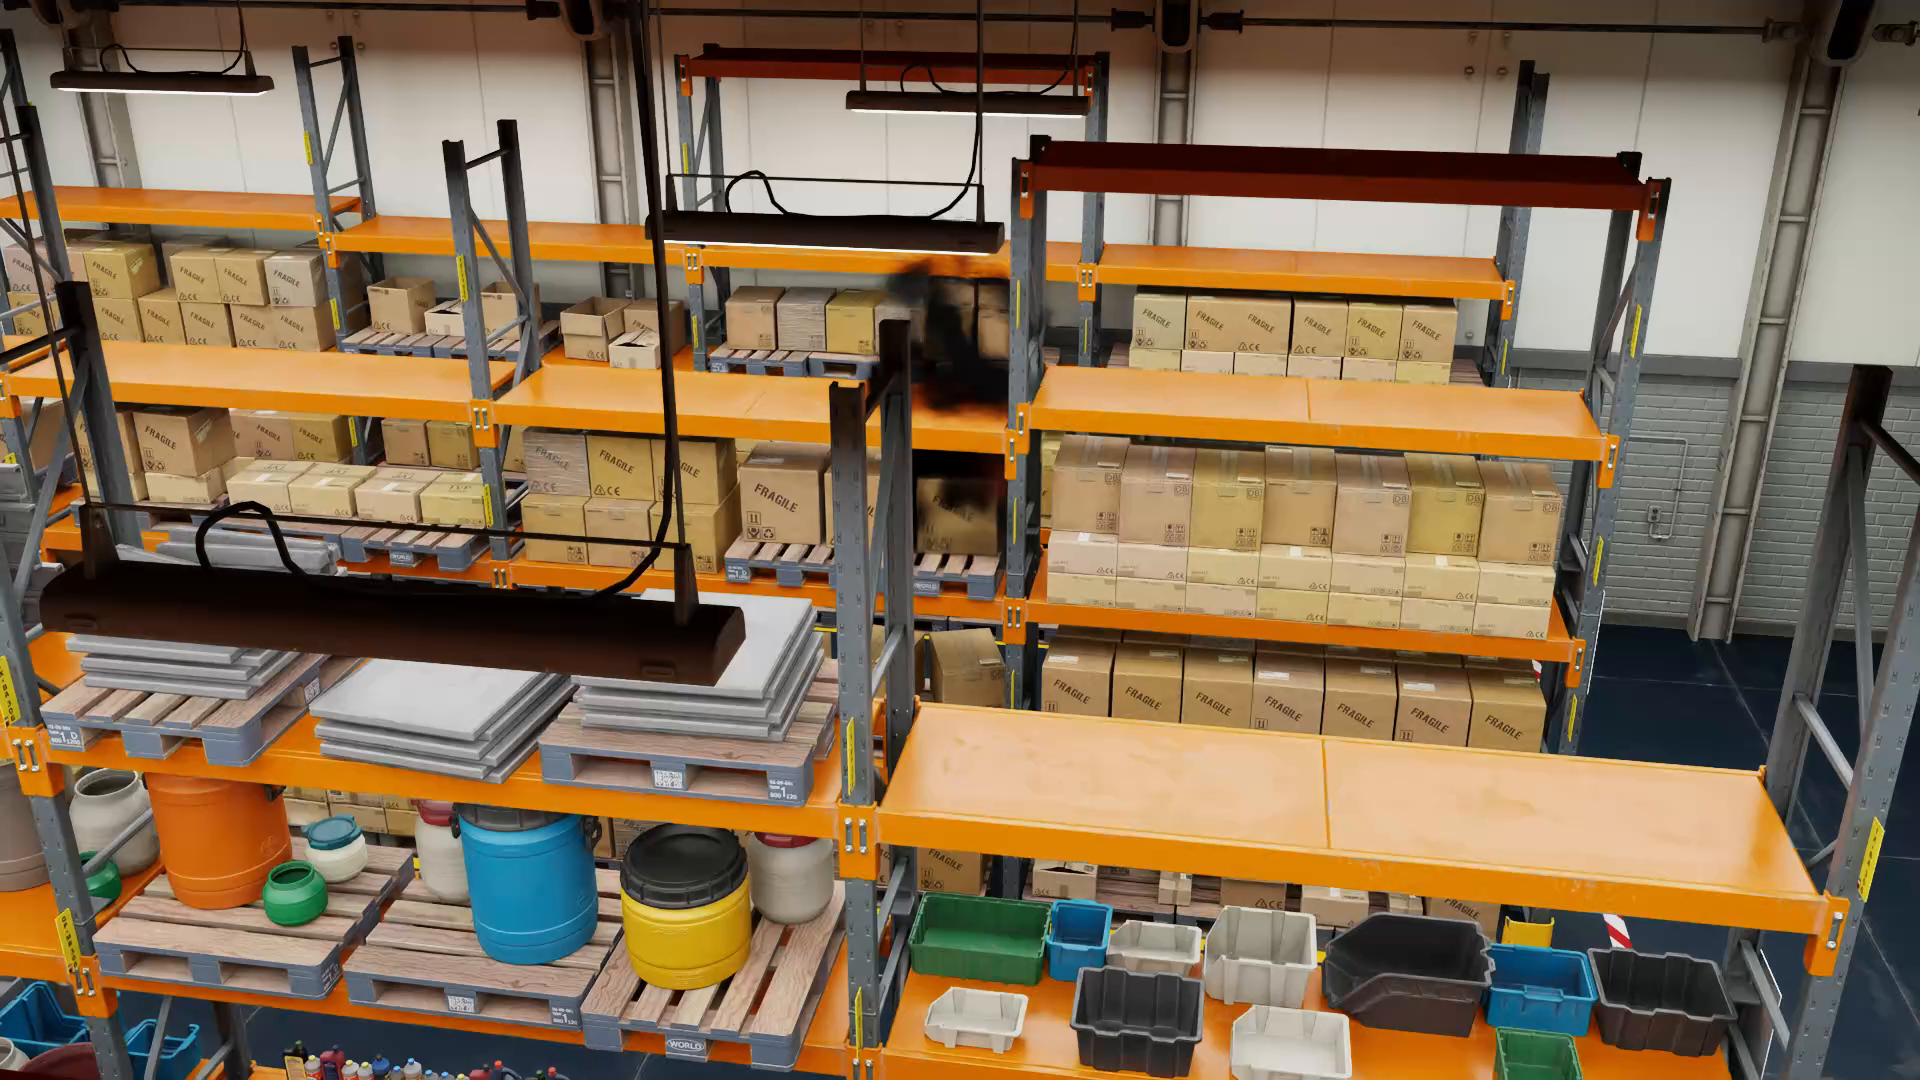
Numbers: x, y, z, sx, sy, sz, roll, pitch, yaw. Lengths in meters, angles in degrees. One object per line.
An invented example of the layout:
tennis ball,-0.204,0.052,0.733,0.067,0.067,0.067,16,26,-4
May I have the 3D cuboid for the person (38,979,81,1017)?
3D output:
person,-6.012,2.942,11.289,0.834,1.669,0.588,3,23,8
